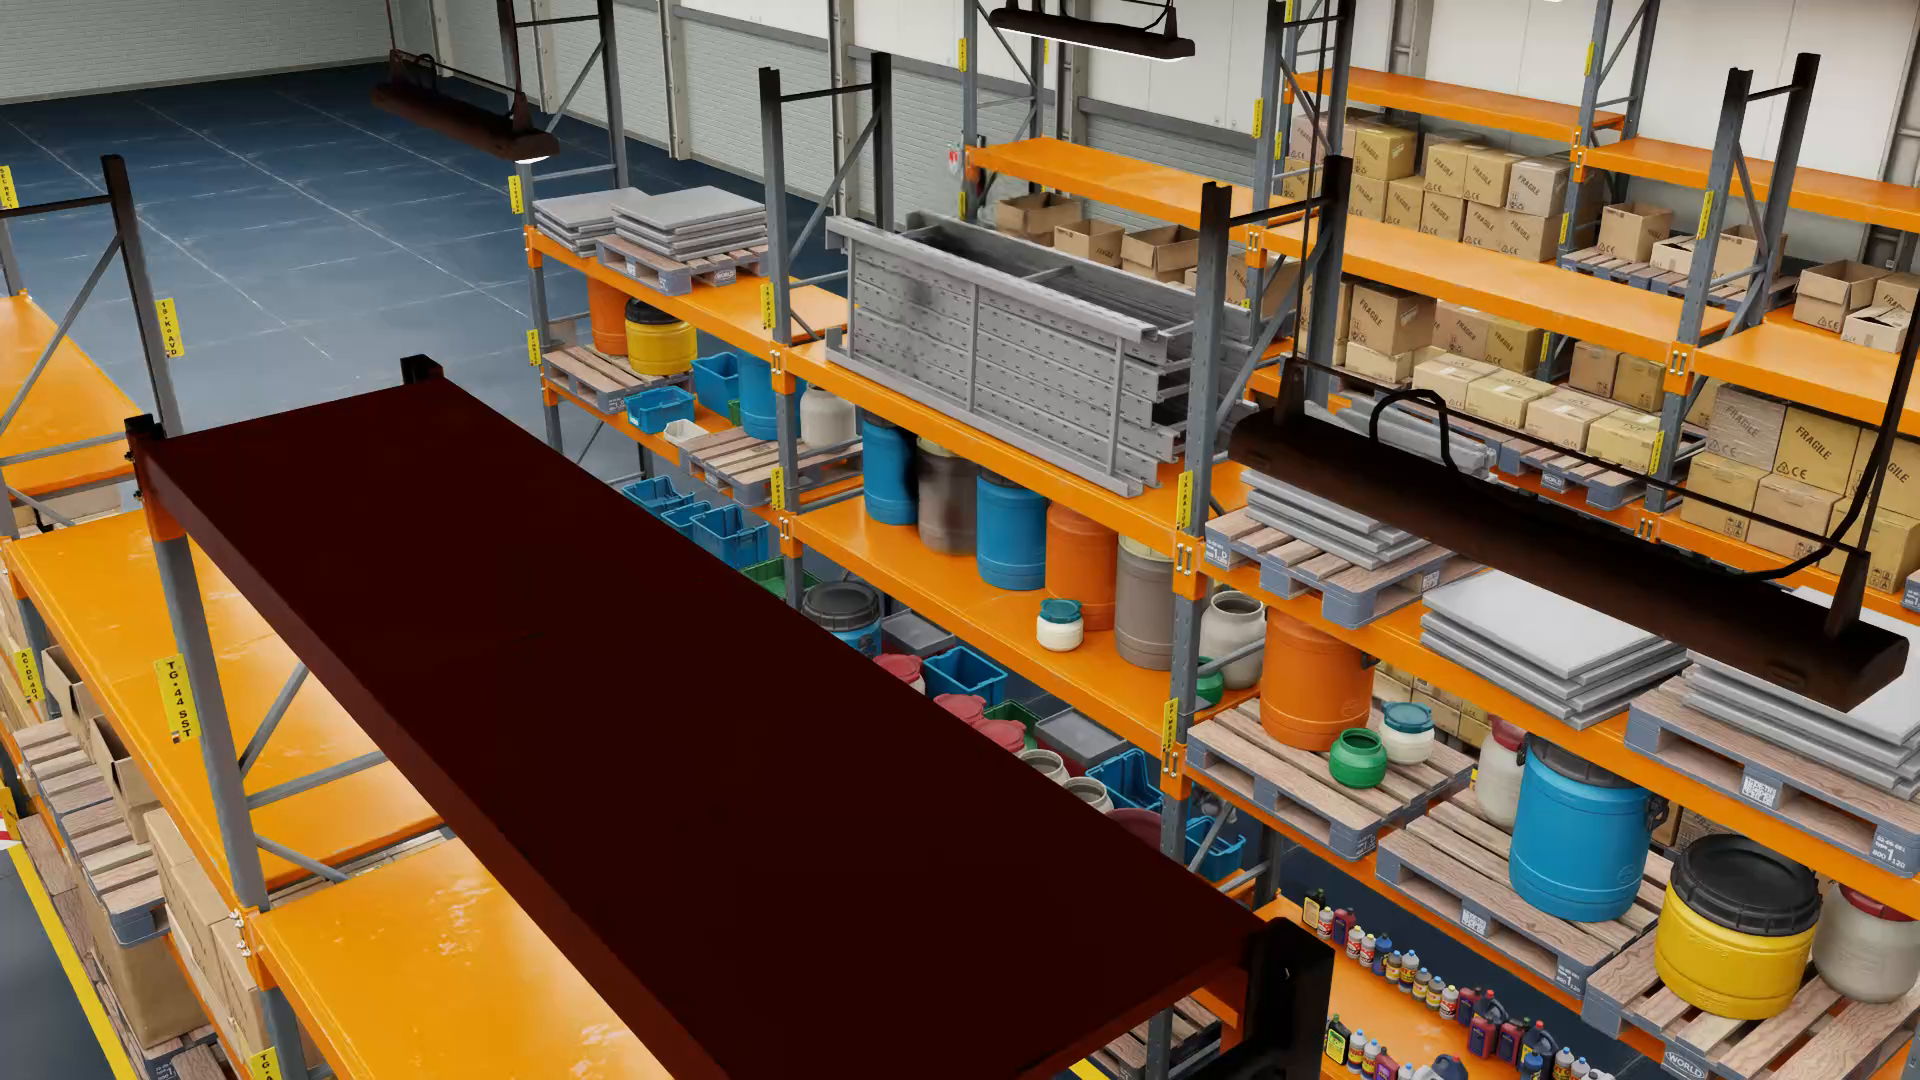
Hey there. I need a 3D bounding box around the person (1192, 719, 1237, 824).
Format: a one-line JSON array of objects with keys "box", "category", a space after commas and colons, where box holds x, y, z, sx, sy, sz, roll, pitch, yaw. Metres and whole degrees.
[{"box": [1.880, 1.393, 12.891, 0.760, 1.861, 0.646, 23, 34, 39], "category": "person"}]
